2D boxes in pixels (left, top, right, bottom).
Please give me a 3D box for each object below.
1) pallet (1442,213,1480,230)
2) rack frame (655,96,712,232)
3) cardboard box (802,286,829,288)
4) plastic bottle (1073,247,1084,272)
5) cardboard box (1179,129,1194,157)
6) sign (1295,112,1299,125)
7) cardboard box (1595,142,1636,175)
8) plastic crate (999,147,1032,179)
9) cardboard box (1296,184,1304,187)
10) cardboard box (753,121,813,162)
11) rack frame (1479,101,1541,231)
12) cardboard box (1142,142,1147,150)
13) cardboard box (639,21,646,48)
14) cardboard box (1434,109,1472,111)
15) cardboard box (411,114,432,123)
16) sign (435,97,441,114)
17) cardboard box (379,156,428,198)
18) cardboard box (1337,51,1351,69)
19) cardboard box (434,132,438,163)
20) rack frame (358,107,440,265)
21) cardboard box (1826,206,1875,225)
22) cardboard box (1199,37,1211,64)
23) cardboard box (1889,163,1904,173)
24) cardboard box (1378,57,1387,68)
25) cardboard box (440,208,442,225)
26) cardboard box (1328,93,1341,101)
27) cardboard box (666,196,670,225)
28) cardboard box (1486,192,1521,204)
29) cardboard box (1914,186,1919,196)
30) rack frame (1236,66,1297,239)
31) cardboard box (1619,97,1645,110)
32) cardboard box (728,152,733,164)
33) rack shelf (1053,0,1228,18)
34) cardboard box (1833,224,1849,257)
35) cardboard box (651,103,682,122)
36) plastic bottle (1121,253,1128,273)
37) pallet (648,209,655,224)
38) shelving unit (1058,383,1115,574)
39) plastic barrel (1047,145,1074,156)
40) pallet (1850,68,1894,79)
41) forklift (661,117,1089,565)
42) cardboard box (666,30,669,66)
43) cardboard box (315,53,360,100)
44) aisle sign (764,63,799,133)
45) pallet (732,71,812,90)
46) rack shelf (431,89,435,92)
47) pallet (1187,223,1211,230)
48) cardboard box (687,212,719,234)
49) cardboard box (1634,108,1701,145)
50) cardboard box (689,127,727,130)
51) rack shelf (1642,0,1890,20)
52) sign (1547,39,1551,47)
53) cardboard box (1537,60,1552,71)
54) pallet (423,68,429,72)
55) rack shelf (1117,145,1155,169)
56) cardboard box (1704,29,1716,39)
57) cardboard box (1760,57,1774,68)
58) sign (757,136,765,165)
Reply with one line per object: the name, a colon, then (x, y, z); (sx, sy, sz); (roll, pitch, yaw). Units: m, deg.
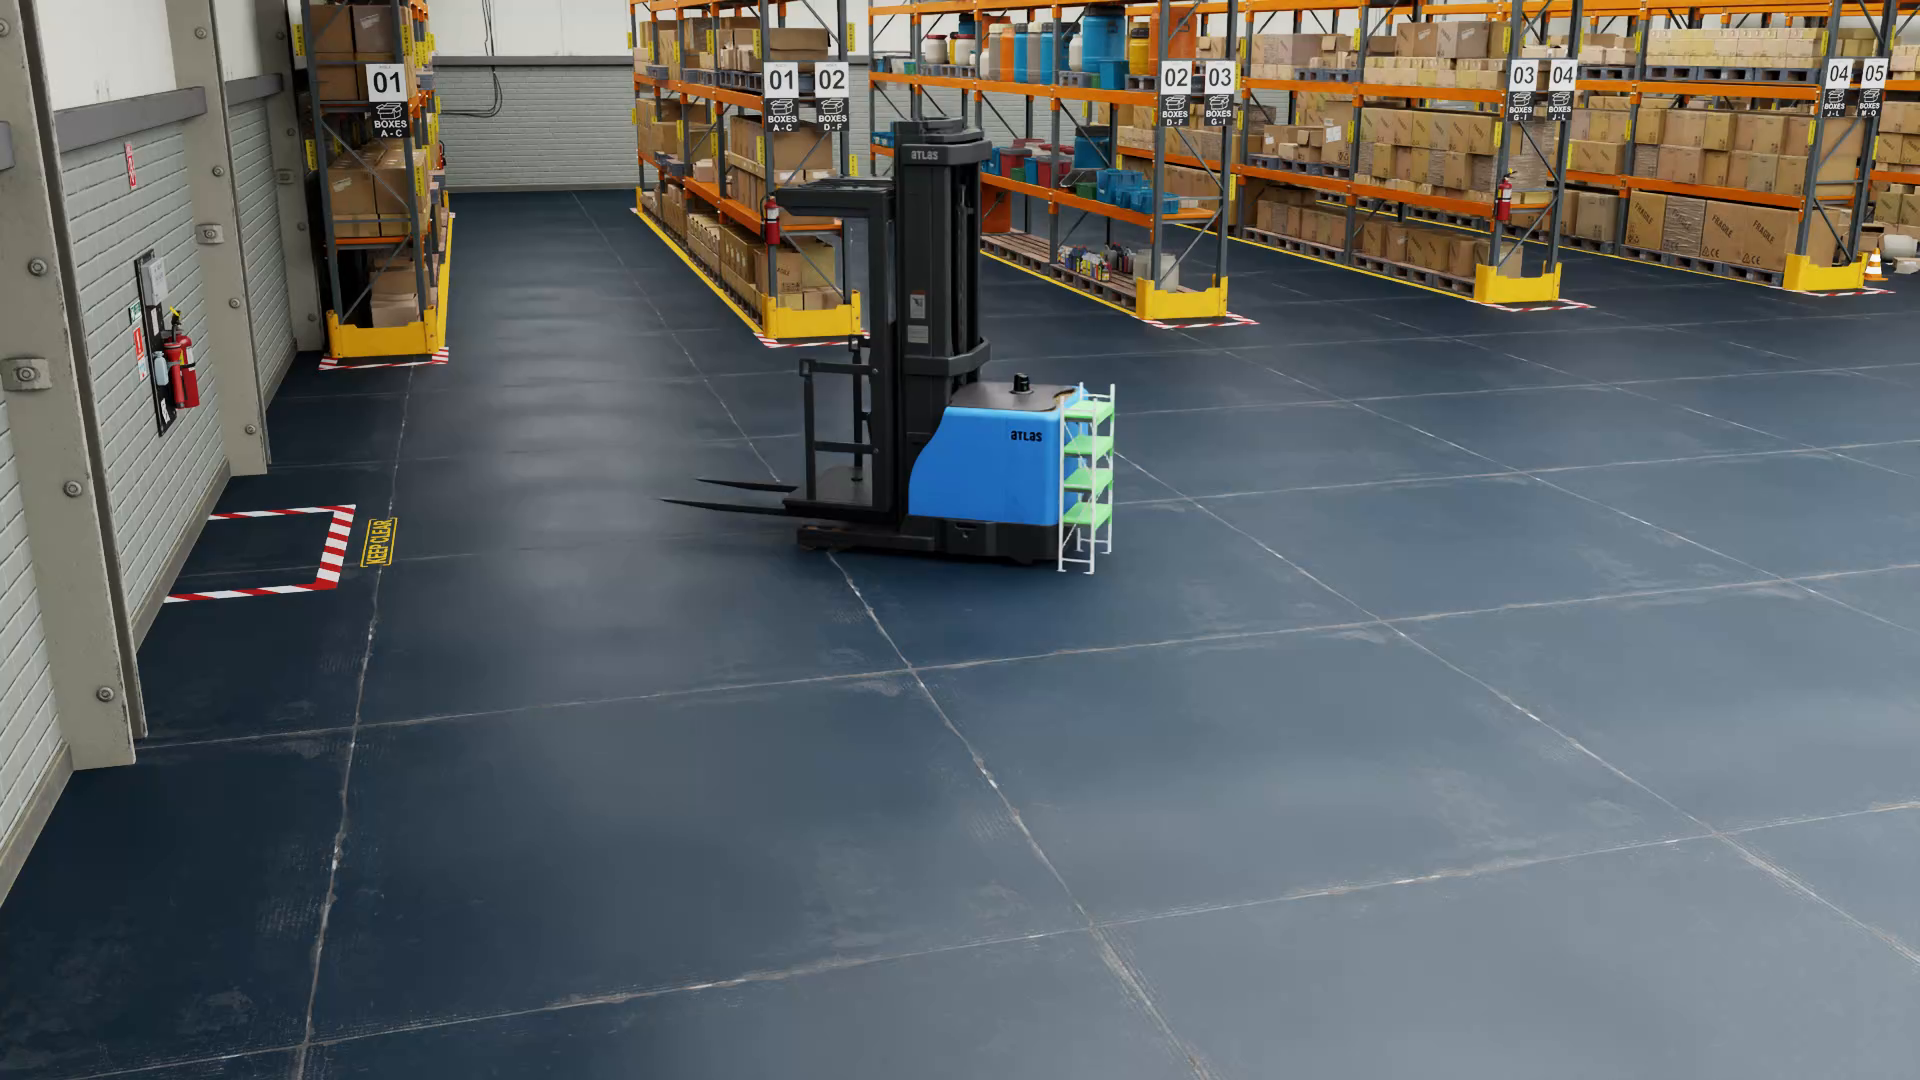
pallet: (10.097, -6.195, 32.208); (1.003, 0.211, 1.213); (-5, 17, -15)
rack frame: (-5.112, -7.274, 30.953); (1.000, 3.000, 0.127); (-5, 17, -15)
cardboard box: (-1.889, -3.143, 21.250); (0.500, 0.250, 0.500); (-5, 17, -15)
plastic bottle: (1.725, -4.085, 24.178); (0.144, 0.351, 0.185); (-5, 18, -18)
cardboard box: (4.576, -7.680, 32.130); (0.500, 0.500, 0.500); (-5, 17, -17)
sign: (6.032, -7.512, 29.870); (0.100, 0.325, 0.005); (-5, 17, -15)
cardboard box: (11.009, -6.379, 27.799); (0.500, 0.500, 0.500); (-5, 17, -16)
plastic crate: (0.901, -6.118, 26.993); (0.402, 0.464, 0.583); (-5, 17, -15)
cardboard box: (7.948, -8.192, 38.236); (0.380, 0.149, 0.250); (-4, 17, -14)
cardboard box: (-2.234, -5.053, 21.131); (0.700, 0.500, 0.500); (-5, 17, -15)
rack frame: (10.310, -7.314, 31.086); (1.000, 3.000, 0.127); (-5, 17, -15)
cardboard box: (3.944, -8.066, 34.026); (0.380, 0.149, 0.250); (-4, 17, -14)
cardboard box: (-5.998, -10.058, 33.096); (0.700, 0.500, 0.500); (-5, 17, -15)
cardboard box: (7.276, -6.133, 24.727); (0.500, 0.500, 0.500); (-5, 17, -15)
cardboard box: (-9.368, -7.189, 28.642); (0.500, 0.250, 0.500); (-4, 17, -14)
sign: (-10.448, -8.695, 33.259); (0.100, 0.325, 0.005); (-5, 17, -15)
cardboard box: (-6.834, -4.437, 20.433); (0.500, 0.500, 0.500); (-4, 17, -14)
cardboard box: (6.258, -7.669, 26.557); (0.396, 0.266, 0.258); (-4, 17, -13)
cardboard box: (-10.007, -7.176, 30.107); (0.980, 0.700, 0.700); (-4, 17, -14)
rack frame: (-8.775, -5.775, 25.963); (1.000, 3.000, 0.127); (-5, 17, -15)
cardboard box: (15.994, -5.714, 29.599); (0.950, 0.372, 0.625); (-4, 17, -15)
cardboard box: (4.931, -9.200, 31.243); (0.797, 0.503, 0.637); (-5, 17, -16)
cardboard box: (16.038, -6.328, 28.242); (0.380, 0.149, 0.250); (-4, 17, -14)
cardboard box: (6.544, -7.216, 25.116); (0.380, 0.149, 0.250); (-6, 18, -18)
cardboard box: (-9.570, -5.883, 29.331); (0.750, 0.750, 0.750); (-4, 17, -15)
cardboard box: (8.389, -9.625, 36.353); (0.500, 0.500, 0.500); (-5, 18, -17)
cardboard box: (-5.056, -5.988, 30.252); (0.500, 0.500, 0.500); (-4, 17, -14)
cardboard box: (7.435, -4.679, 22.751); (0.380, 0.149, 0.250); (-5, 17, -15)
cardboard box: (16.163, -5.815, 27.715); (0.380, 0.149, 0.250); (-4, 17, -13)
rack frame: (5.513, -6.950, 29.874); (1.000, 3.000, 0.127); (-5, 17, -15)
cardboard box: (14.089, -8.944, 34.603); (0.500, 0.500, 0.500); (-5, 17, -17)
cardboard box: (-3.026, -5.330, 23.181); (0.380, 0.149, 0.250); (-5, 17, -15)
rack shelf: (2.400, -7.236, 22.343); (1.077, 0.370, 4.000); (-5, 17, -15)
cardboard box: (14.058, -4.933, 27.265); (0.797, 0.637, 0.503); (-5, 17, -15)
cardboard box: (-5.500, -7.920, 31.193); (0.500, 0.500, 0.500); (-5, 17, -15)
plastic bottle: (2.385, -4.010, 24.044); (0.061, 0.283, 0.133); (-5, 17, -15)
pallet: (-5.639, -6.466, 33.113); (1.003, 0.211, 1.213); (-5, 17, -15)
shelving unit: (0.858, -0.422, 11.268); (0.258, 1.200, 0.503); (5, 17, 18)
plastic barrel: (1.597, -6.002, 26.482); (0.433, 0.535, 0.433); (0, 17, 0)
pallet: (16.074, -8.153, 28.991); (1.213, 0.211, 1.003); (-5, 17, -15)
forklift: (-0.646, -1.458, 11.710); (3.031, 2.935, 1.130); (5, 17, 15)
cardboard box: (-4.839, -8.679, 29.340); (0.600, 0.600, 0.600); (-5, 17, -16)
cardboard box: (-6.934, -5.151, 18.465); (0.500, 0.500, 0.500); (-3, 17, -11)
aisle sign: (-2.078, -5.158, 19.392); (0.394, 0.787, 0.004); (-5, 17, -15)
pallet: (-2.322, -5.885, 21.268); (1.003, 0.211, 1.213); (-5, 17, -15)
rack shelf: (-10.423, -8.527, 31.160); (1.077, 0.370, 4.000); (-5, 17, -15)
pallet: (5.037, -6.175, 32.142); (1.003, 0.211, 1.213); (-5, 17, -15)
cardboard box: (-4.151, -5.152, 26.965); (0.500, 0.311, 0.500); (-4, 17, -13)
cardboard box: (11.478, -6.692, 26.877); (0.875, 0.550, 0.550); (-5, 17, -15)
cardboard box: (-4.362, -6.850, 28.638); (0.700, 0.500, 0.500); (-1, 17, -5)
rack shelf: (11.959, -7.991, 24.859); (1.077, 0.370, 4.000); (-5, 17, -15)
sign: (10.846, -9.078, 30.708); (0.100, 0.325, 0.005); (-5, 17, -15)
cardboard box: (7.858, -6.387, 22.354); (0.380, 0.149, 0.250); (-5, 17, -16)
pallet: (-9.003, -7.295, 26.137); (1.213, 0.211, 1.003); (-4, 17, -13)
rack shelf: (3.864, -8.265, 35.503); (1.077, 0.370, 4.000); (-5, 17, -15)
cardboard box: (11.534, -7.675, 25.222); (0.380, 0.149, 0.250); (-5, 17, -15)
cardboard box: (11.883, -6.942, 24.168); (0.380, 0.149, 0.250); (-5, 17, -15)
sign: (-2.340, -4.584, 19.573); (0.100, 0.325, 0.005); (-5, 17, -15)
